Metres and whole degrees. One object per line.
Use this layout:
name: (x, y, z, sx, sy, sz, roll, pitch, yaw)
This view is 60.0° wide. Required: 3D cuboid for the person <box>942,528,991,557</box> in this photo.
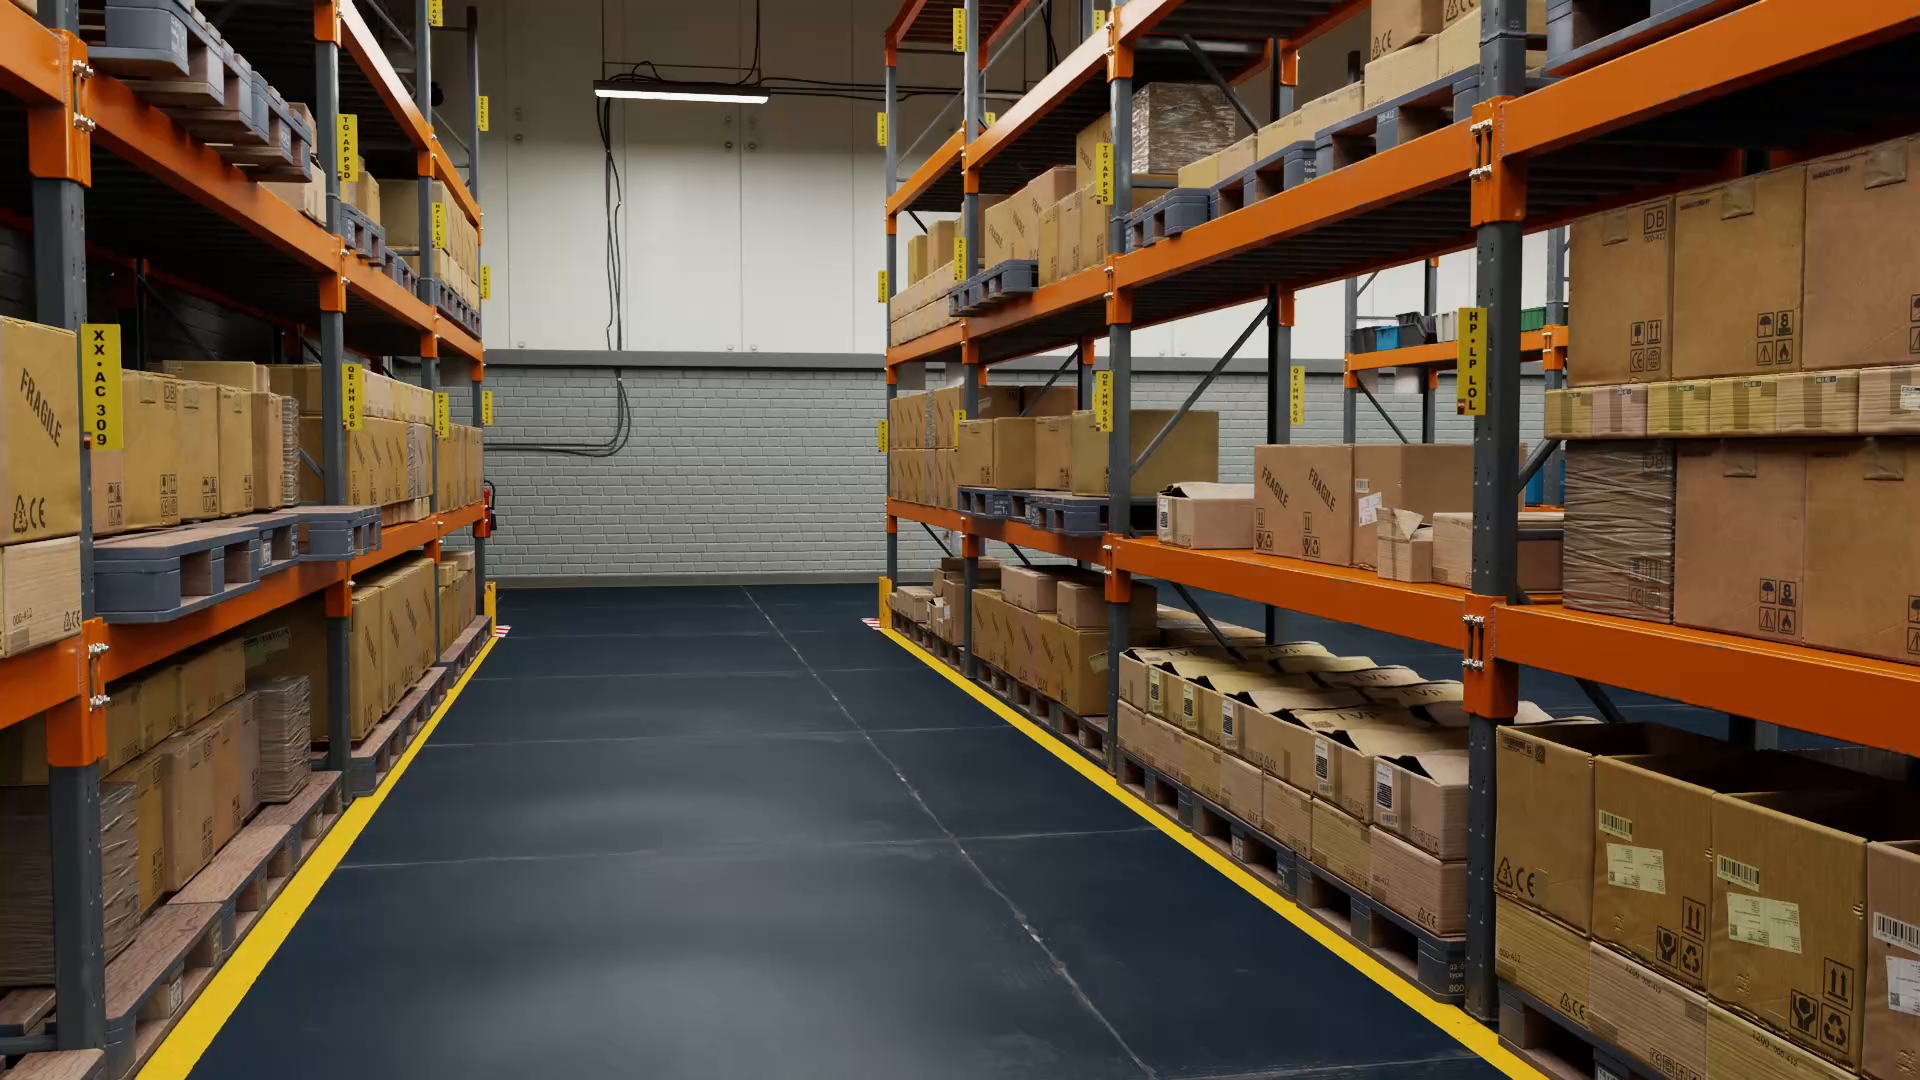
person: (0.102, -0.107, 19.060, 0.603, 1.750, 0.427, -1, 3, -14)
